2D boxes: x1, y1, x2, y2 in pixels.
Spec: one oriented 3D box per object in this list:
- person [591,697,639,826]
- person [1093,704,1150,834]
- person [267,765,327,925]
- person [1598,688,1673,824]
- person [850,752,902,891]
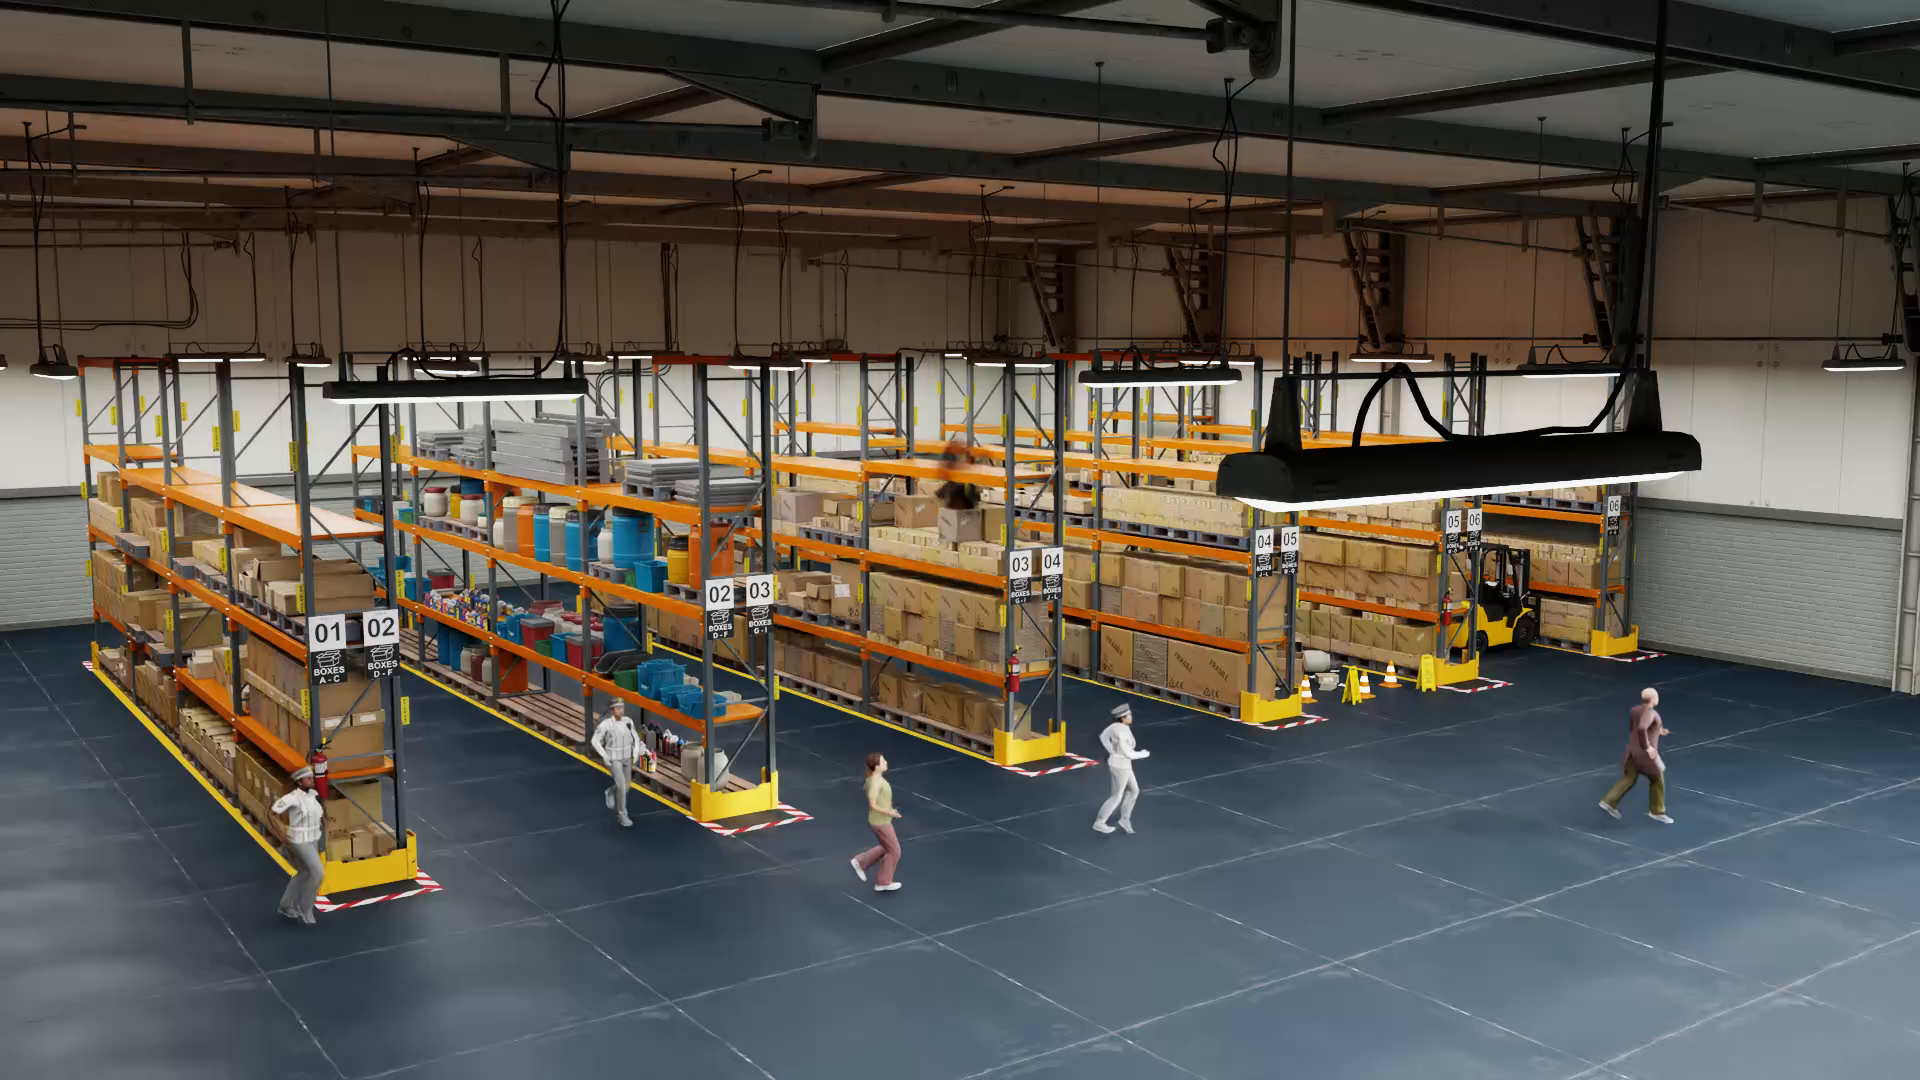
[{"bbox_3d":[-4.527,2.870,21.845,0.631,1.675,0.735,-6,9,-40],"label":"person"},{"bbox_3d":[2.053,2.948,21.204,0.711,1.764,0.632,0,7,-3],"label":"person"},{"bbox_3d":[-7.157,3.320,18.170,0.607,1.730,0.587,1,7,8],"label":"person"},{"bbox_3d":[8.855,2.825,21.700,1.026,1.804,0.649,-2,7,-13],"label":"person"},{"bbox_3d":[-0.965,3.223,19.040,0.579,1.618,0.578,-1,7,-8],"label":"person"}]
